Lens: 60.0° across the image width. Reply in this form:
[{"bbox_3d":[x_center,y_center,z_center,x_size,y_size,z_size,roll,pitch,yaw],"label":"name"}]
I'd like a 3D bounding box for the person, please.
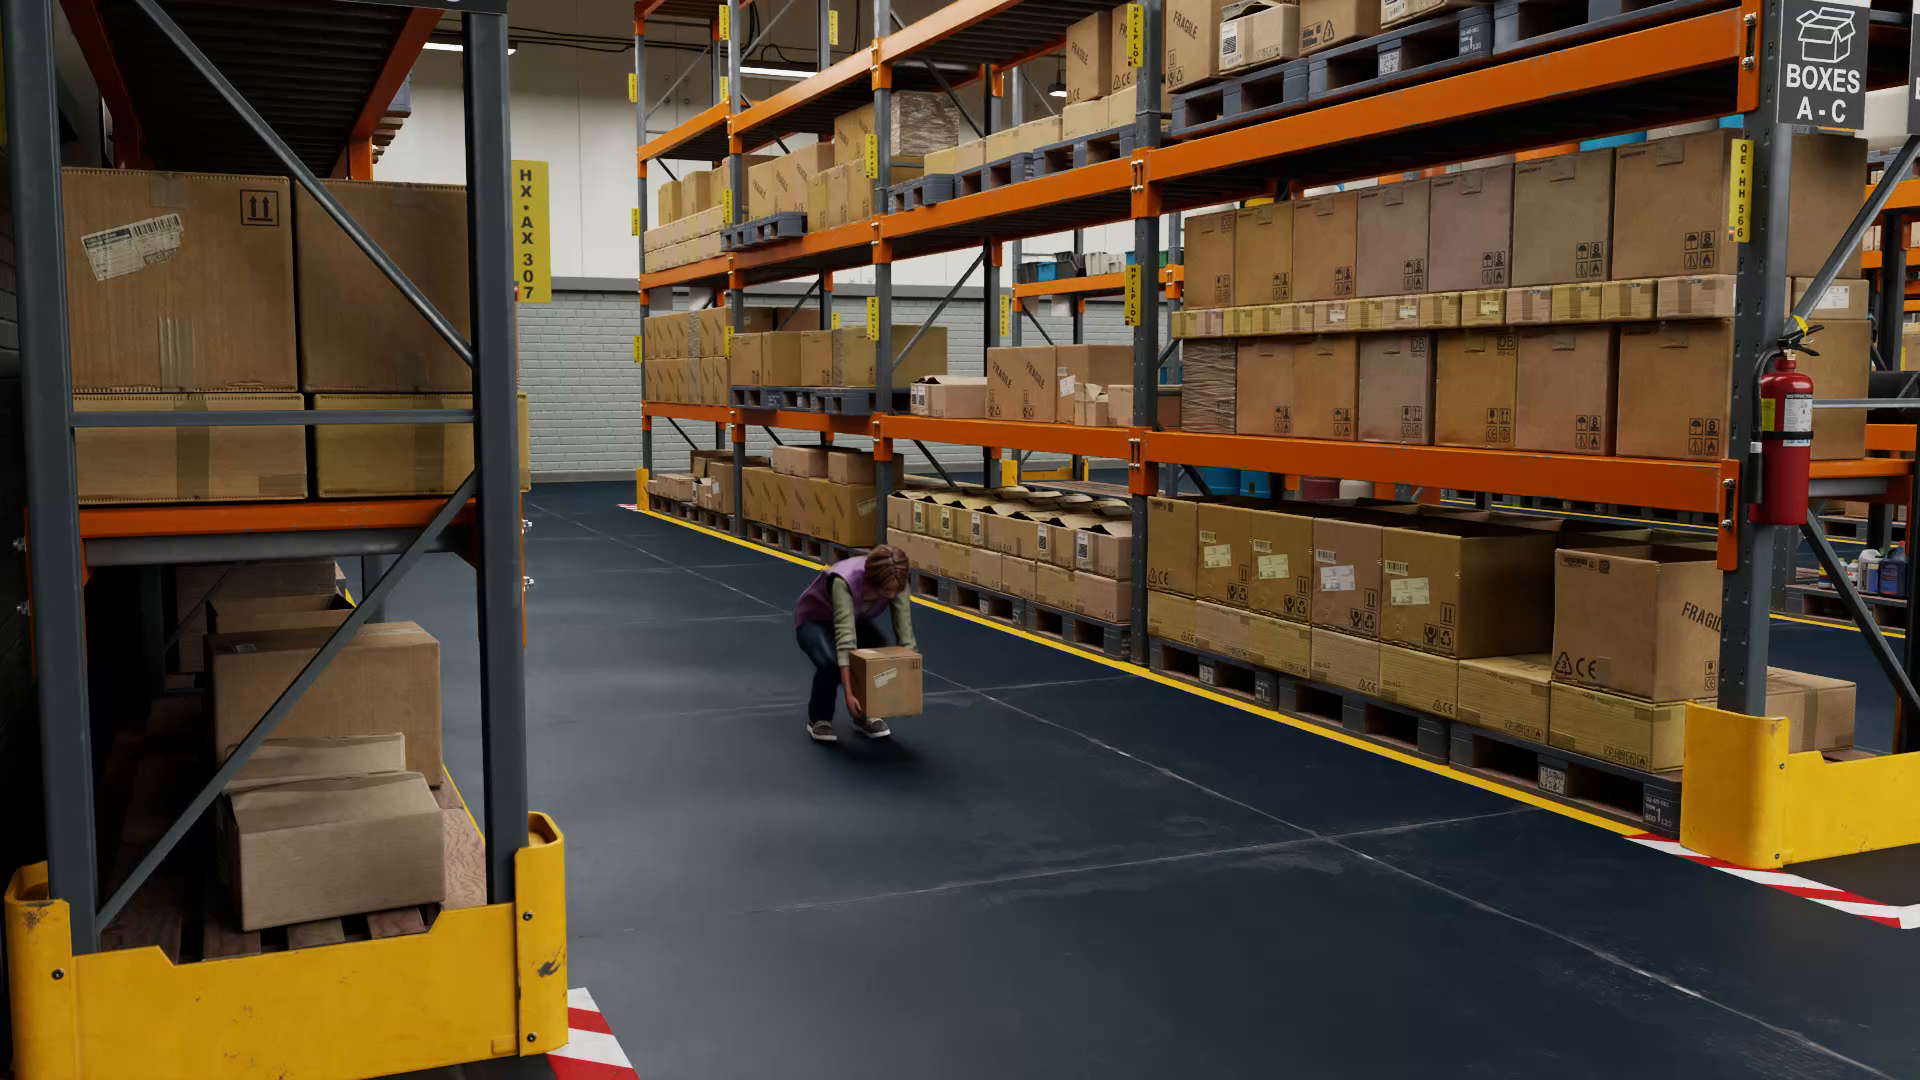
[{"bbox_3d":[-0.451,0.442,7.277,0.422,0.905,0.838,-3,6,-25],"label":"person"}]
